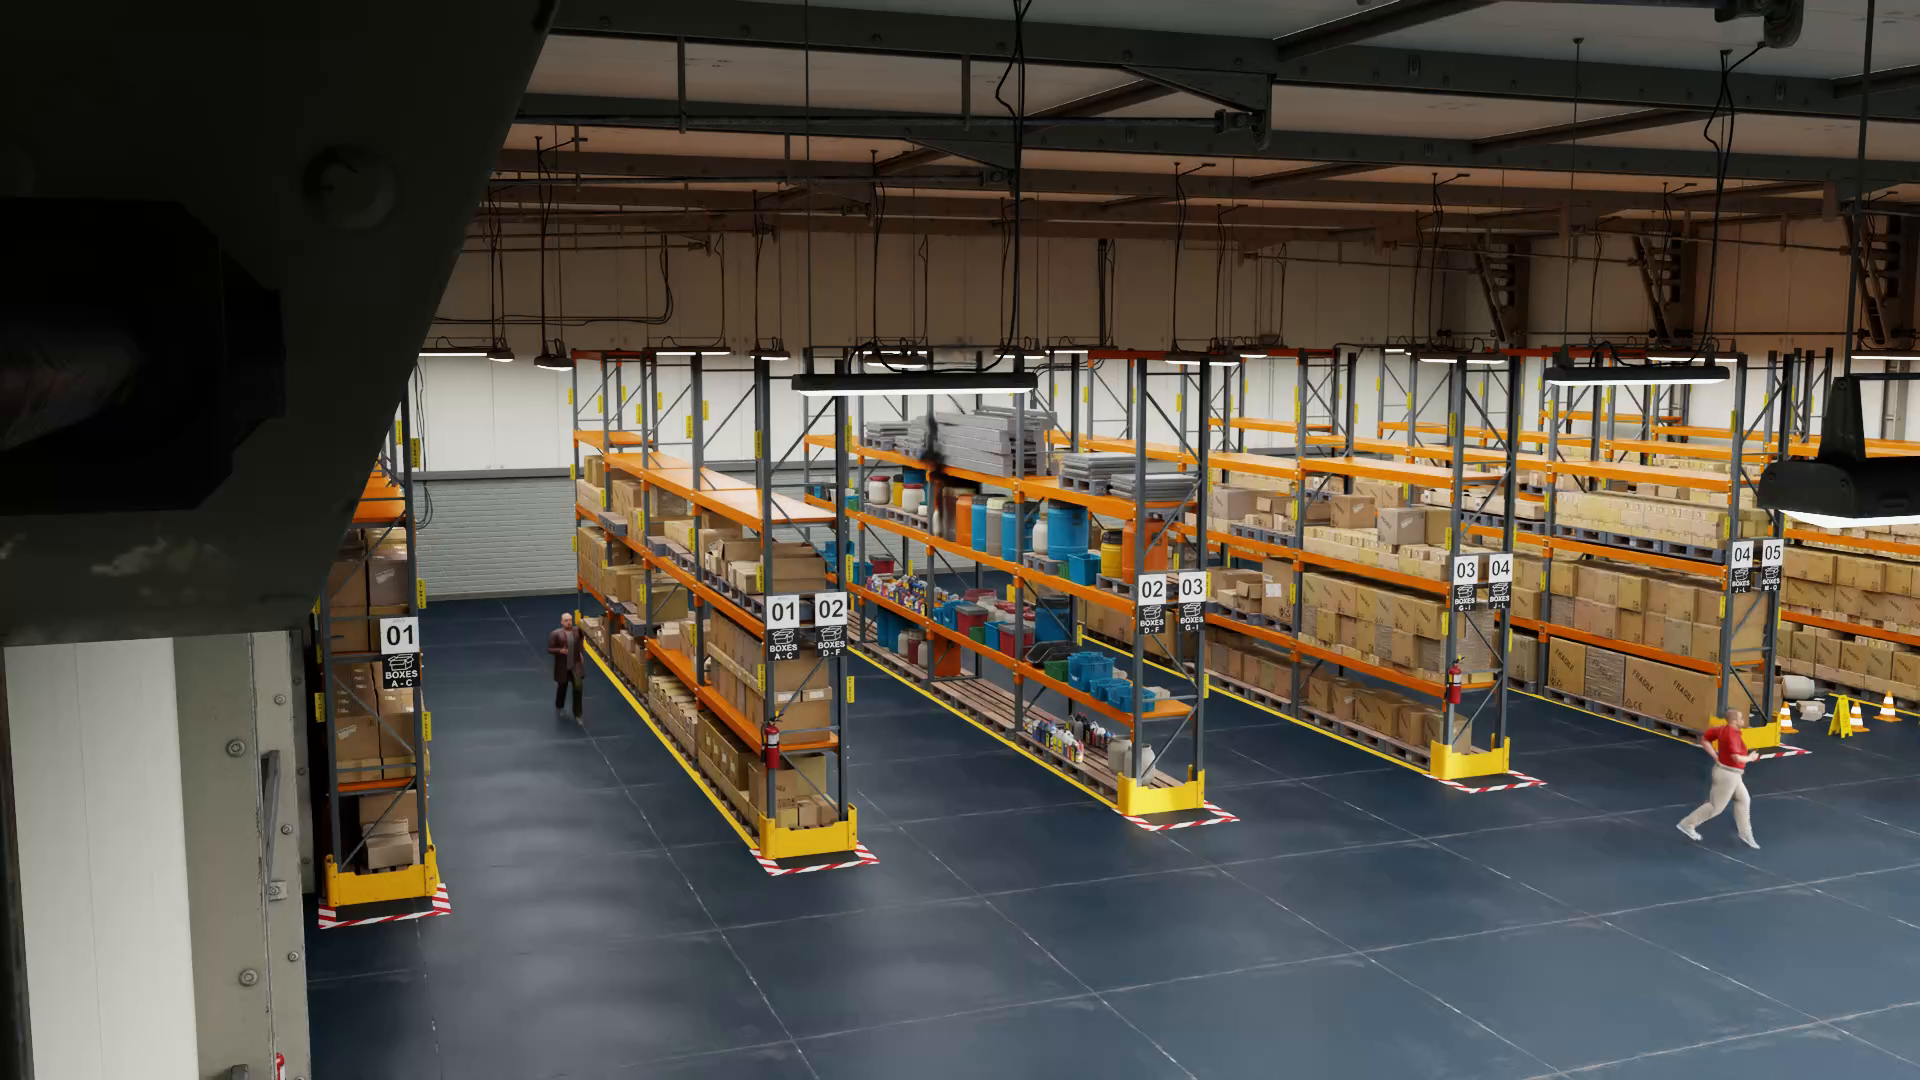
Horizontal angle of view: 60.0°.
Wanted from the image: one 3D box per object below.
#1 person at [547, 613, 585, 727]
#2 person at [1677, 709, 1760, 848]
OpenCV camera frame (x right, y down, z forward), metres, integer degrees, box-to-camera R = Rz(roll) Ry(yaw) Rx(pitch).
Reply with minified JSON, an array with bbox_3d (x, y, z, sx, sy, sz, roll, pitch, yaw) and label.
[{"bbox_3d":[-6.401,2.080,27.093,0.654,1.824,0.952,-3,8,-25],"label":"person"},{"bbox_3d":[9.385,2.963,20.455,1.008,1.789,0.626,2,7,14],"label":"person"}]
